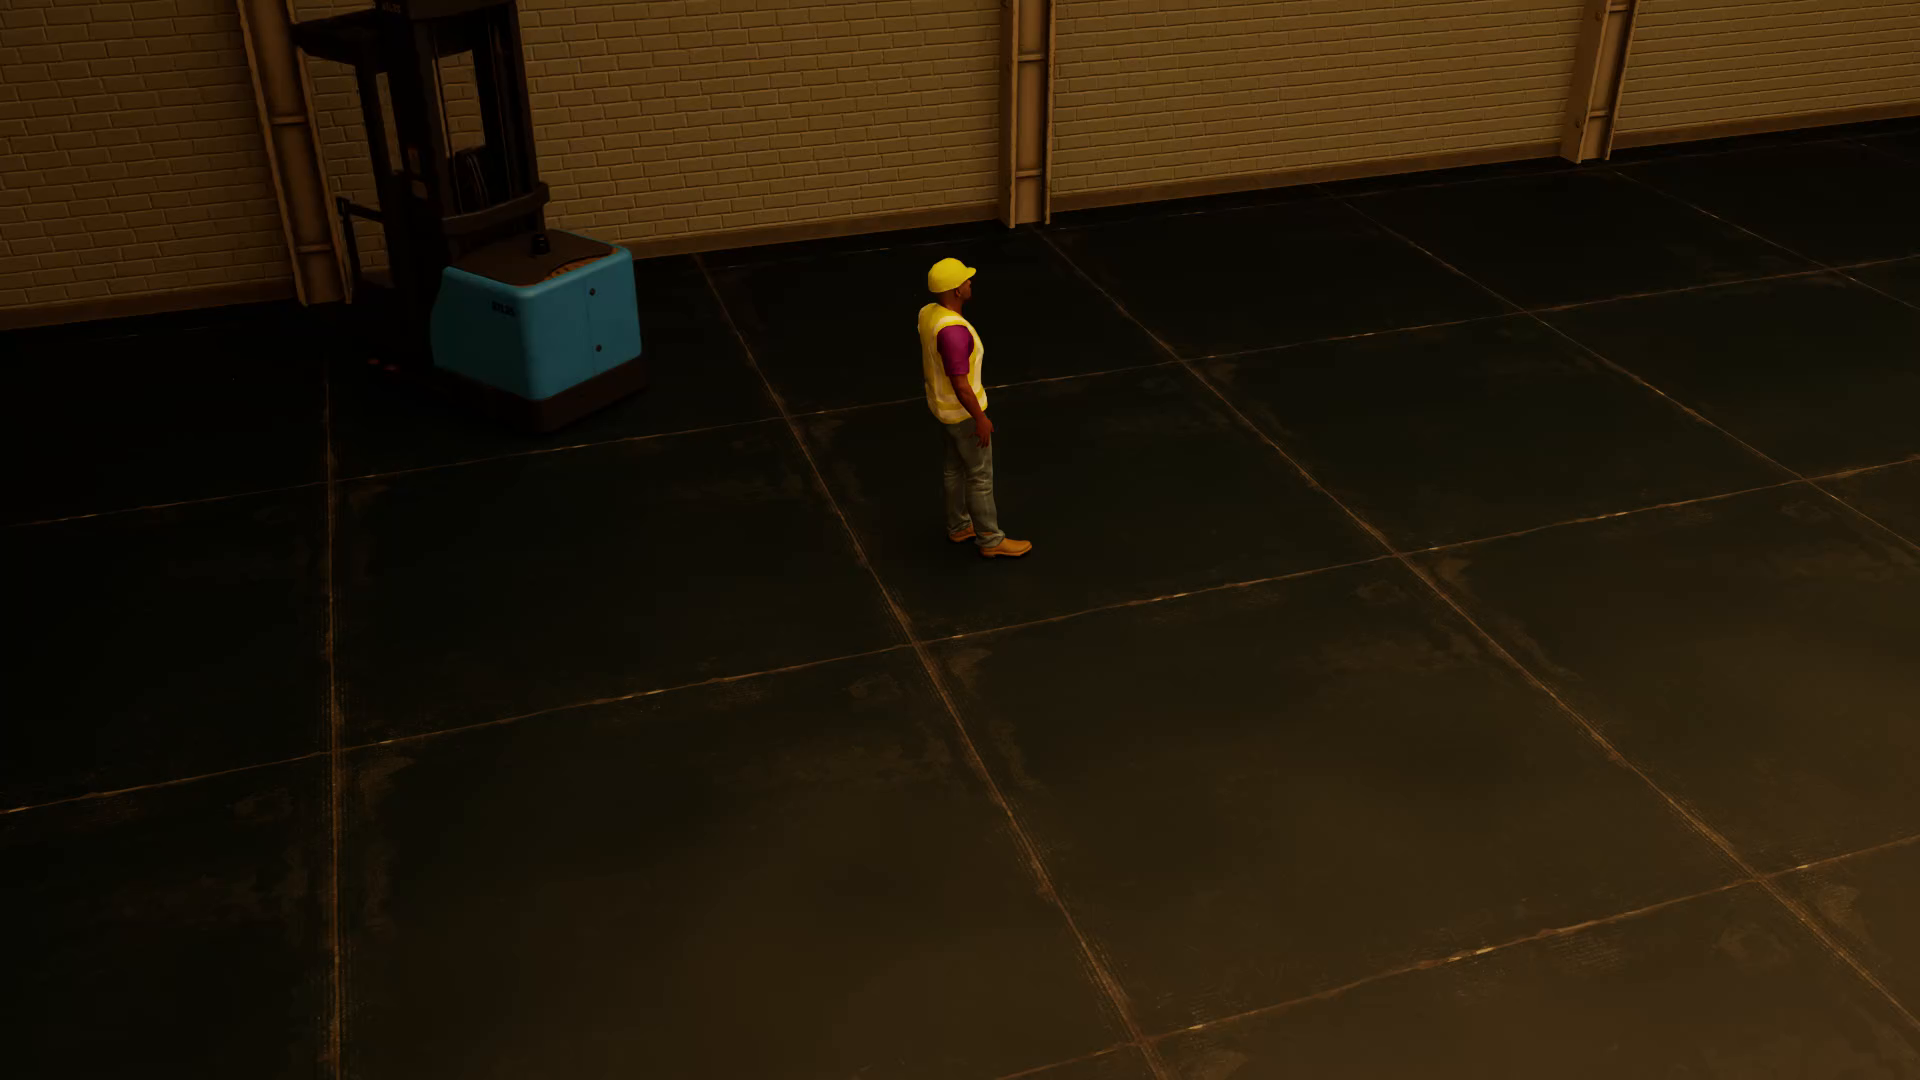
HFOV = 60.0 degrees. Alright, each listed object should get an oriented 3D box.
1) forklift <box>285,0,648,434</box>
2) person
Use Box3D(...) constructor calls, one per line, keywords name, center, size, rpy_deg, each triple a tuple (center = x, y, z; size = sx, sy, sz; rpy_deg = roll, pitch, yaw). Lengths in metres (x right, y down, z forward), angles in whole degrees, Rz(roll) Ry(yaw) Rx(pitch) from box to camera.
Box3D(name="forklift", center=(-3.714, -2.551, 11.521), size=(3.031, 2.935, 1.130), rpy_deg=(19, 35, 30))
Box3D(name="person", center=(0.068, -0.780, 9.597), size=(0.575, 1.768, 0.666), rpy_deg=(-10, 31, -16))
